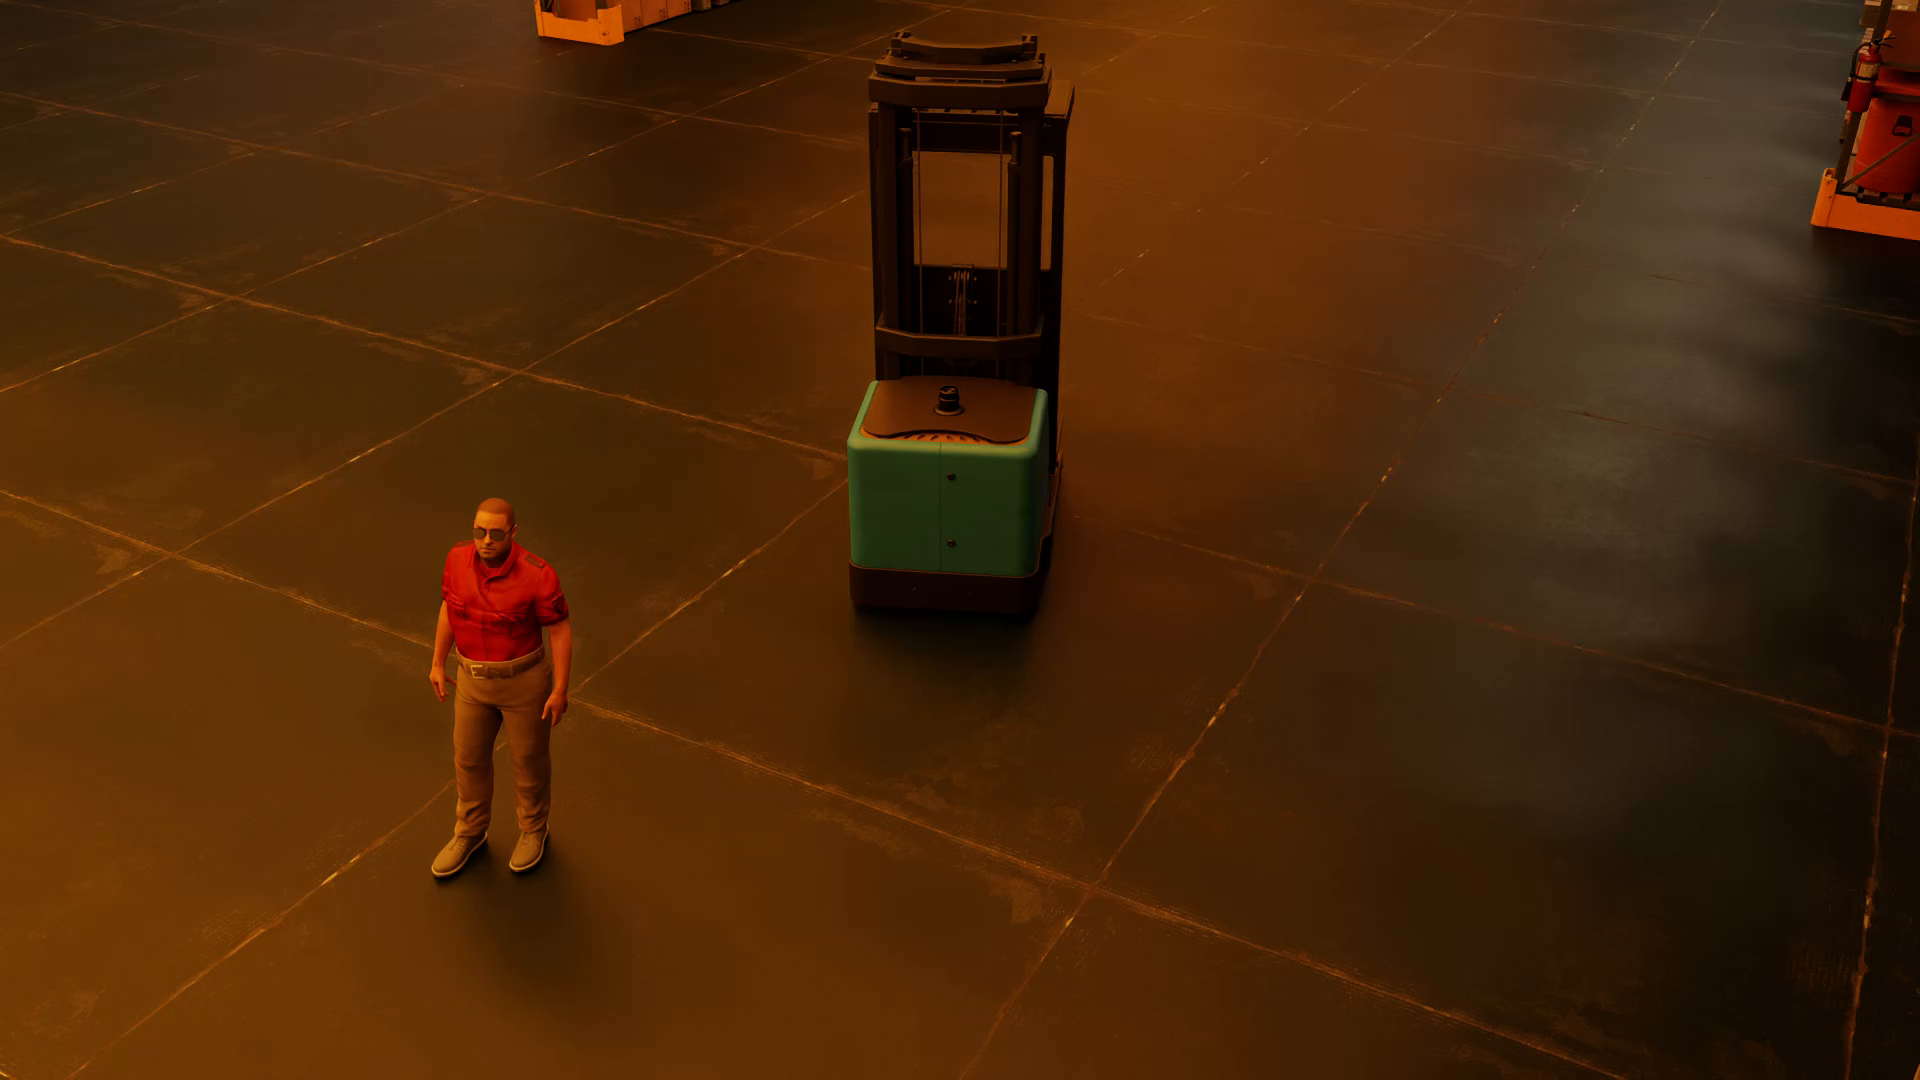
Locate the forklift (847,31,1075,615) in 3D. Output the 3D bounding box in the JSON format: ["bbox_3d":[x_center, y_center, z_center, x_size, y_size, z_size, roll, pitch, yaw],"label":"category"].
[{"bbox_3d":[0.072,-1.572,9.794,1.130,2.935,3.031,3,30,6],"label":"forklift"}]

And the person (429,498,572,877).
[{"bbox_3d":[-1.999,0.655,7.125,0.640,1.727,0.551,7,31,11],"label":"person"}]
